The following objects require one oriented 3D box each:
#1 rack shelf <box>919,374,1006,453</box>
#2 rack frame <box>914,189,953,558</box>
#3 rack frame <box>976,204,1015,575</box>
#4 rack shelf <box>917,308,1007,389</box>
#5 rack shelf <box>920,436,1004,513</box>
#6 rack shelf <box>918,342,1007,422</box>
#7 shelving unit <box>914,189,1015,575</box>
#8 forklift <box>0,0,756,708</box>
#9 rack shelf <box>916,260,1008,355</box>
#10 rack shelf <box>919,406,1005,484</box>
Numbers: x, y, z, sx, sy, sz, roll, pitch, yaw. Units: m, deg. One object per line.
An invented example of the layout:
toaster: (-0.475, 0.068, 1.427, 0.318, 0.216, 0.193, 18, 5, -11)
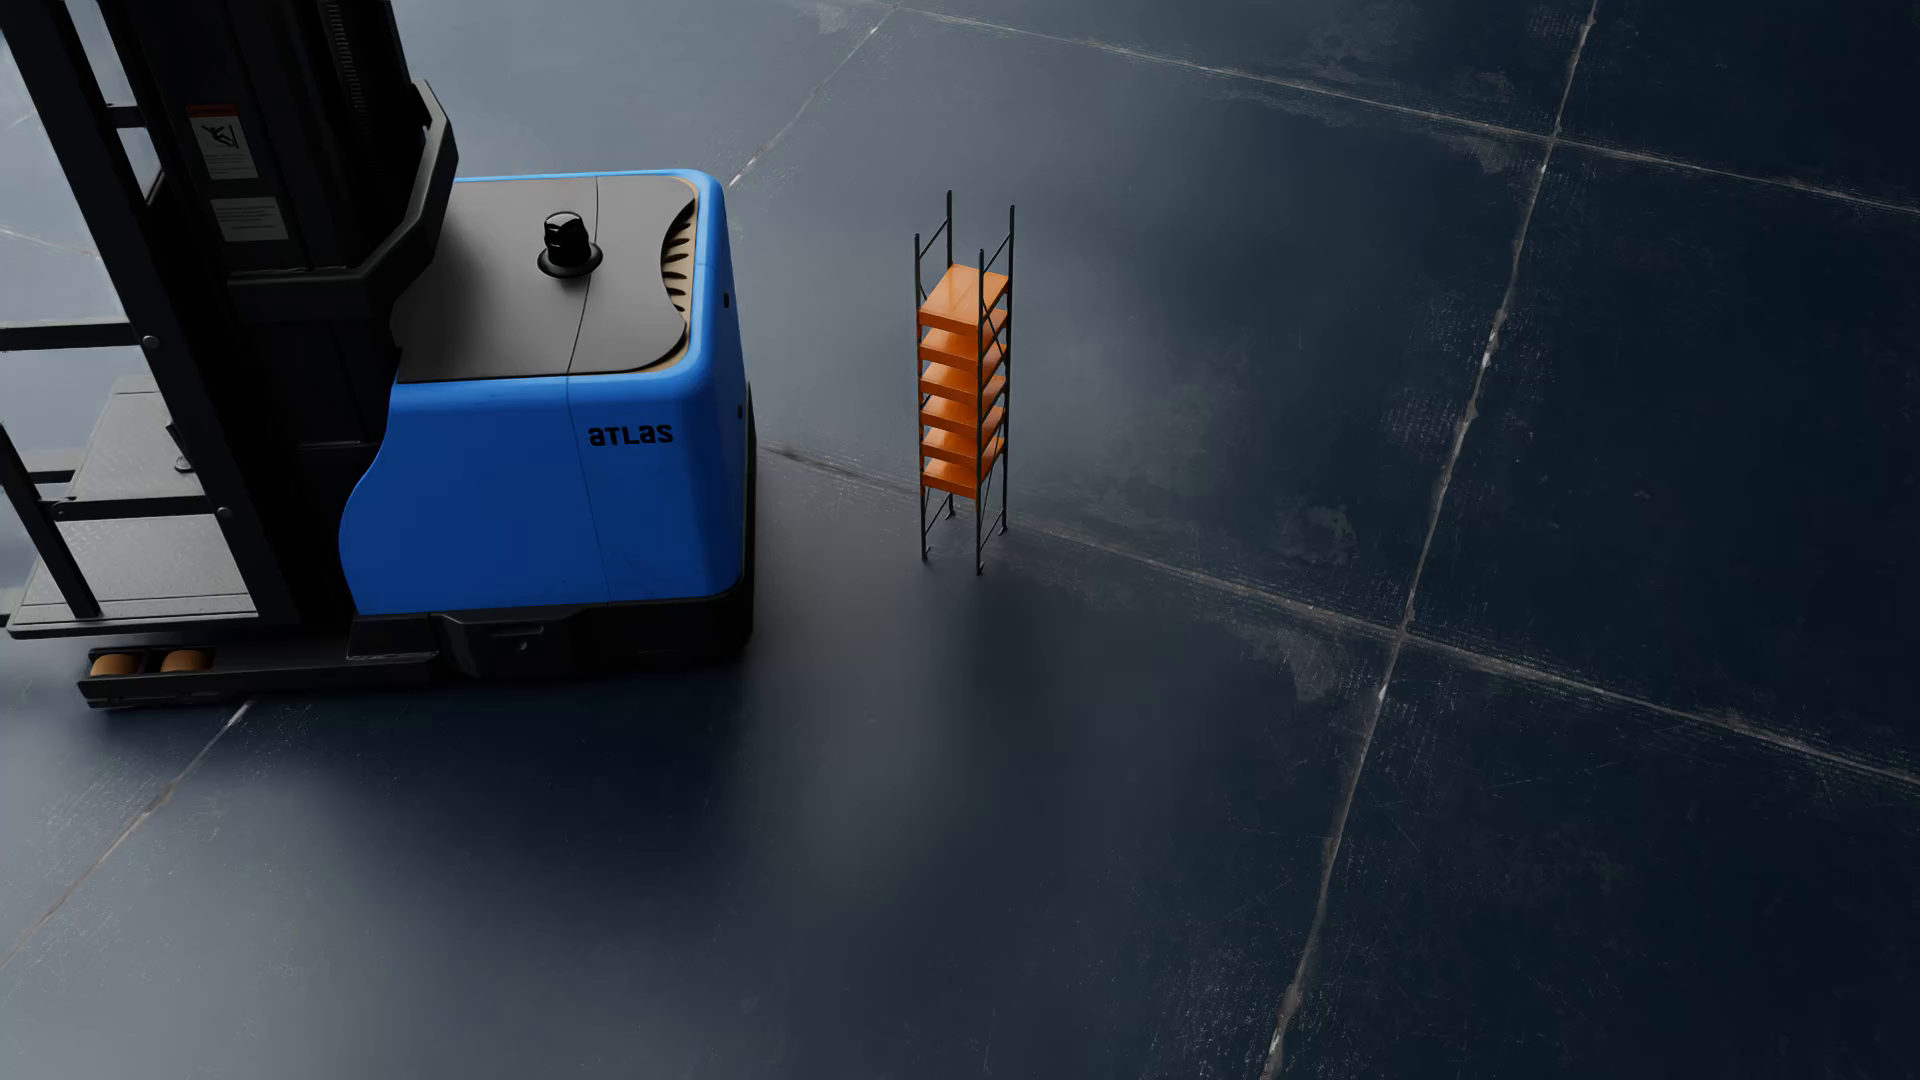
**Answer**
rack shelf: (0.013, -0.390, 4.854, 0.180, 0.103, 0.258, 16, 47, 16)
rack frame: (-0.071, -0.446, 4.848, 0.006, 1.200, 0.240, 16, 47, 16)
rack frame: (0.098, -0.397, 4.798, 0.006, 1.200, 0.240, 16, 47, 16)
rack shelf: (0.013, -0.560, 4.685, 0.180, 0.103, 0.258, 16, 47, 16)
rack shelf: (0.013, -0.220, 5.023, 0.180, 0.103, 0.258, 16, 47, 16)
rack shelf: (0.013, -0.475, 4.770, 0.180, 0.103, 0.258, 16, 47, 16)
shelving unit: (0.013, -0.421, 4.823, 0.189, 1.200, 0.258, 16, 47, 16)
forklift: (-2.151, -0.945, 4.122, 3.031, 2.935, 1.130, -3, 45, -3)
rack shelf: (0.013, -0.645, 4.600, 0.180, 0.103, 0.258, 16, 47, 16)
rack shelf: (0.013, -0.305, 4.939, 0.180, 0.103, 0.258, 16, 47, 16)
